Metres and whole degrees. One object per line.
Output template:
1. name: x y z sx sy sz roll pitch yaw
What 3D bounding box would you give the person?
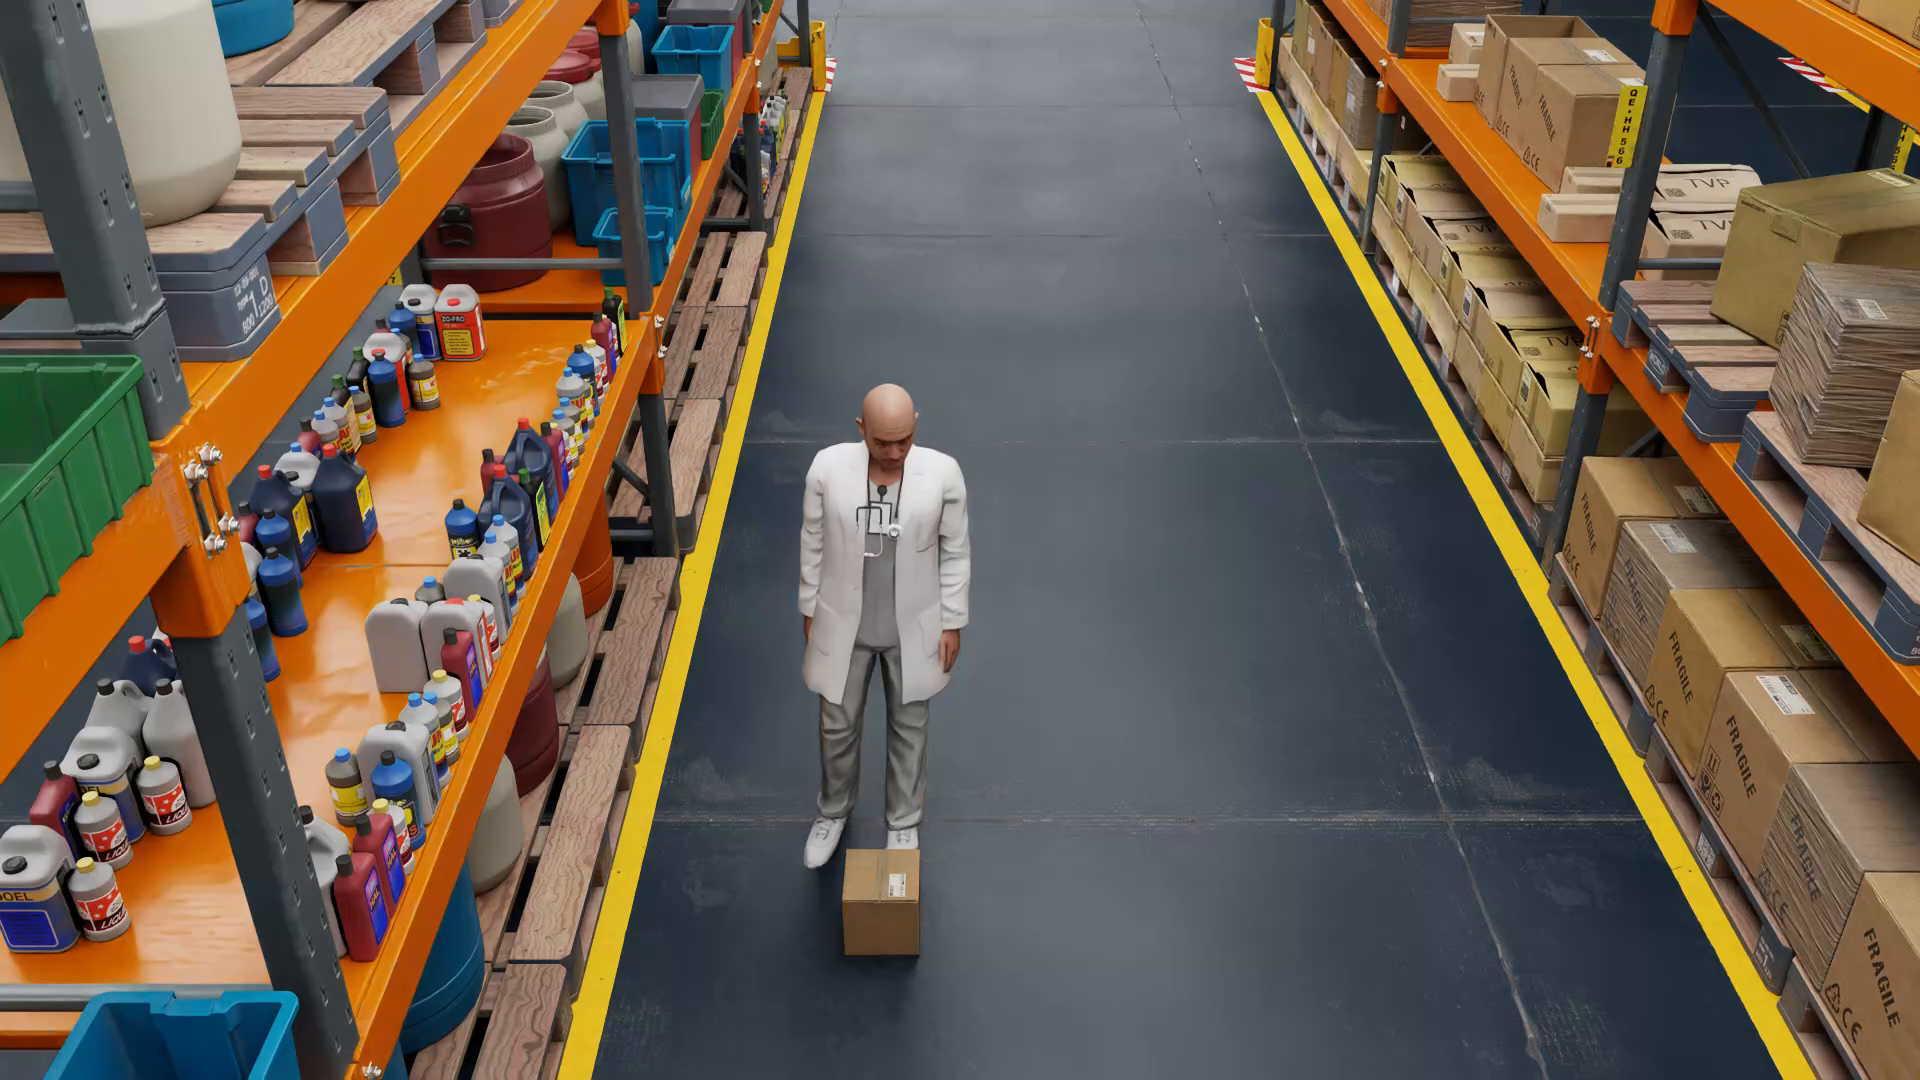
1. person: -0.266 0.338 5.592 0.603 1.820 0.461 0 31 -1
